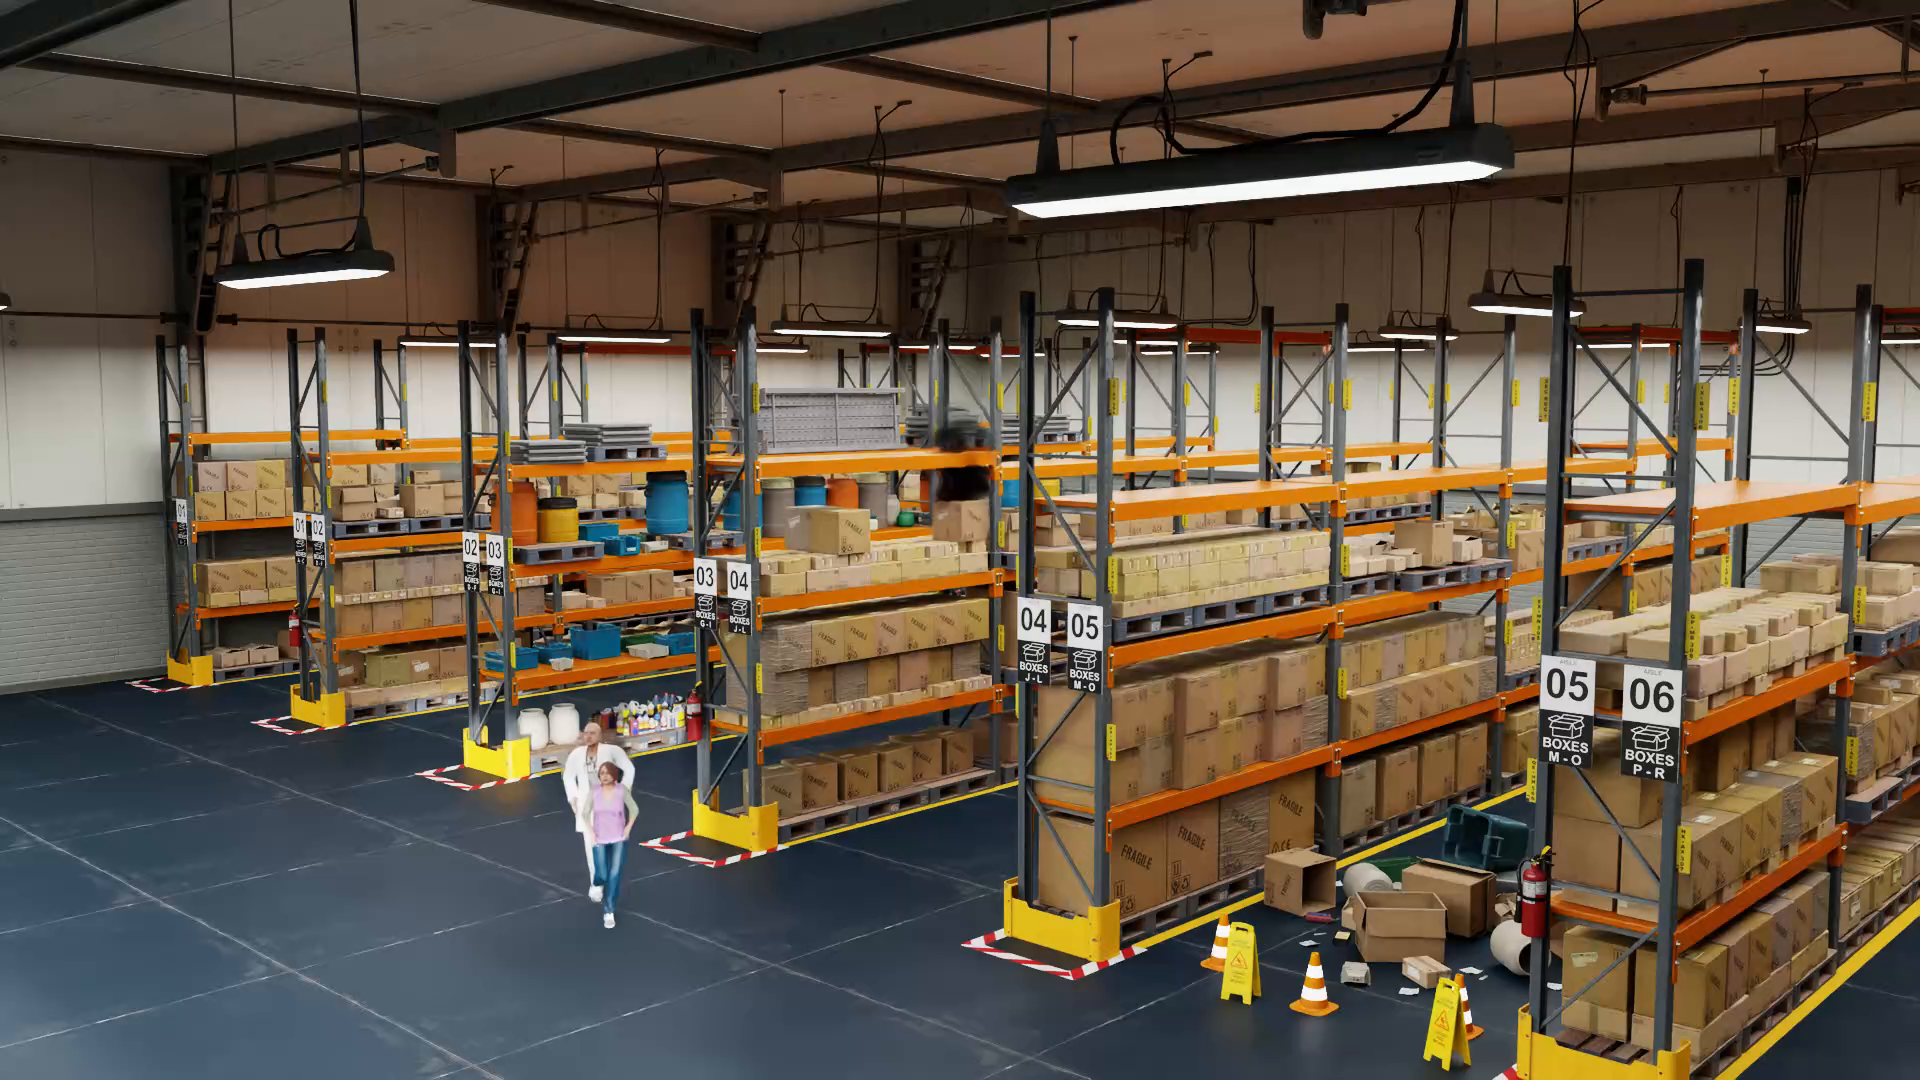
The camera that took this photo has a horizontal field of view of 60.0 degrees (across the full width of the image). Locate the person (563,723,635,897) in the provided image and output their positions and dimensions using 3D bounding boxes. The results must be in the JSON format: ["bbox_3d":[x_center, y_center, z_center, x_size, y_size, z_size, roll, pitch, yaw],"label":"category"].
[{"bbox_3d":[-3.688,2.717,16.994,0.722,1.762,0.709,0,5,0],"label":"person"}]

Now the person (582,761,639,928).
[{"bbox_3d":[-3.369,2.895,16.051,0.538,1.578,0.598,-1,5,-10],"label":"person"}]
